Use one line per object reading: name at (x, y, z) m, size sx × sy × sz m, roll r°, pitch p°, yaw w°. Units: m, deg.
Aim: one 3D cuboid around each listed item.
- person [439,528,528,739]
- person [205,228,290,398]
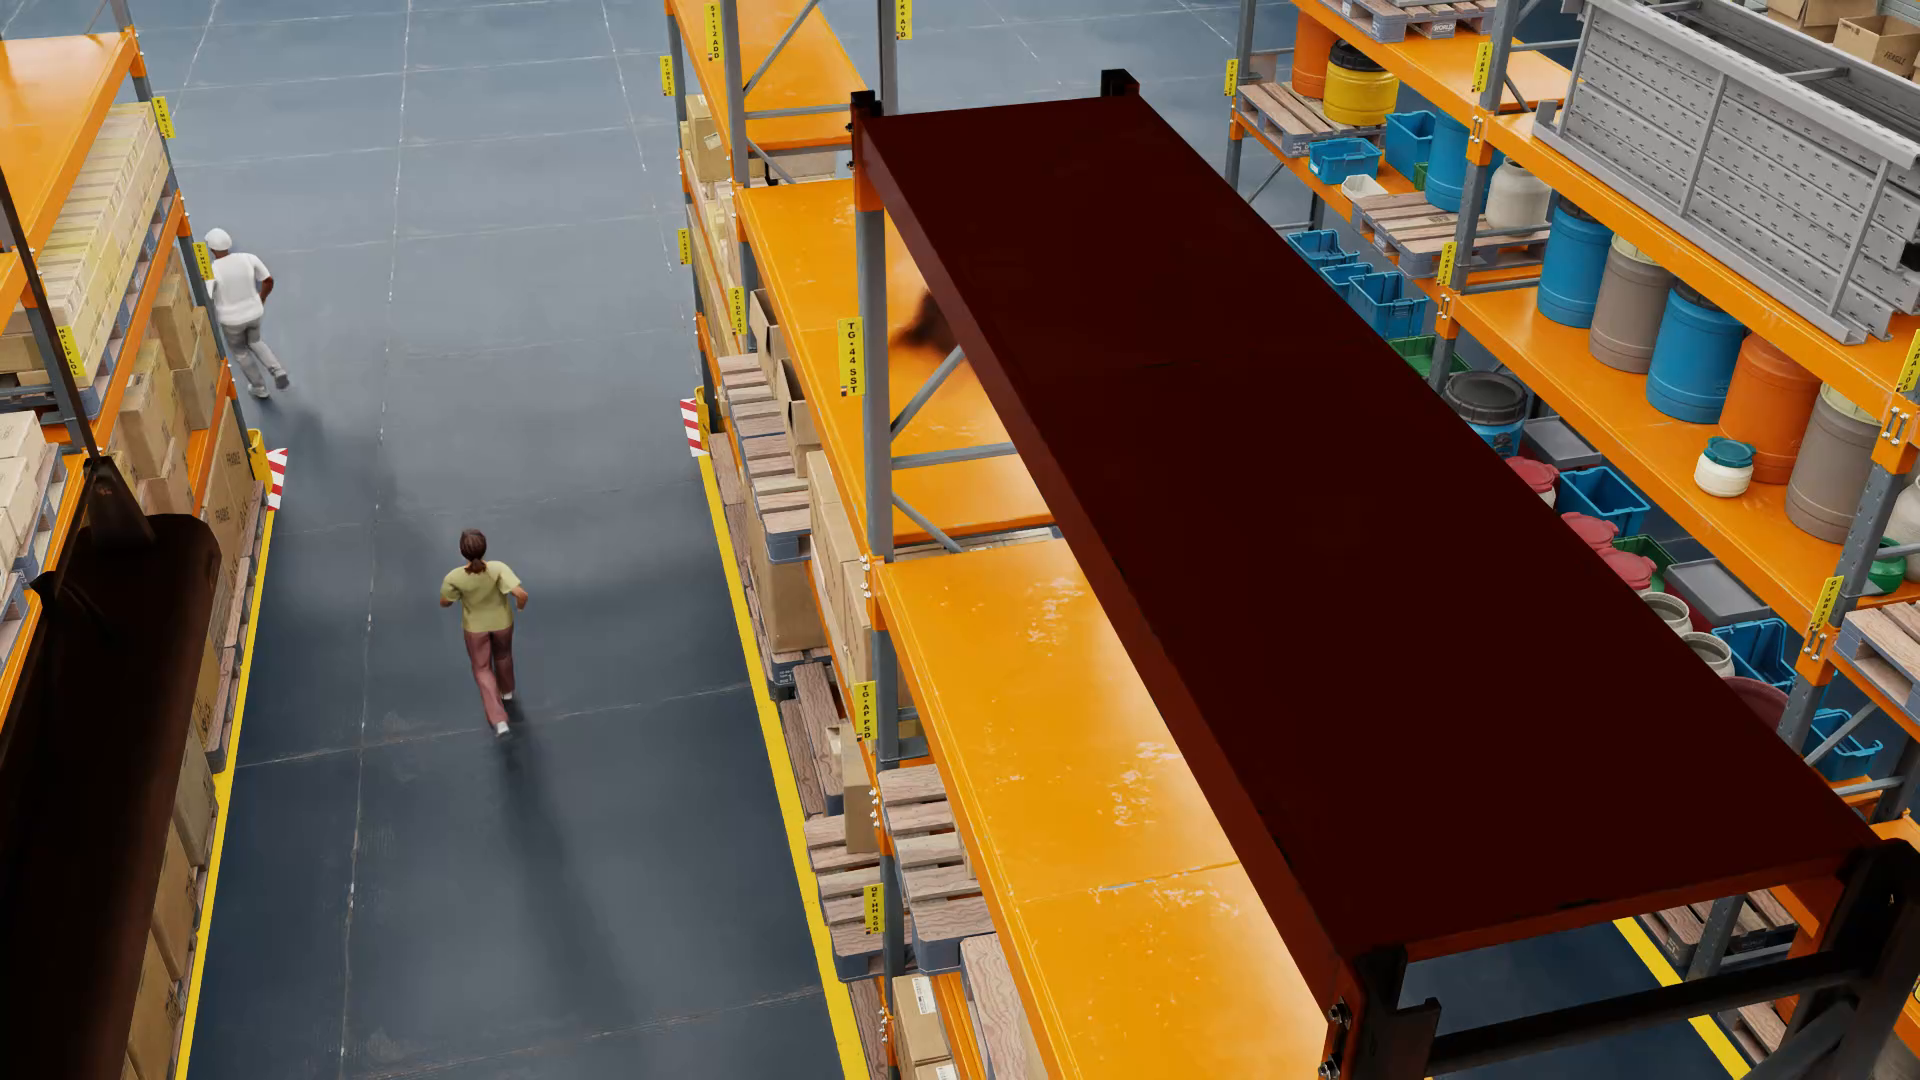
person at (-3.314, 0.611, 11.696) m, size 0.581 × 1.646 × 0.960 m, roll -13°, pitch 36°, yaw -18°
person at (-6.753, -2.094, 15.629) m, size 0.577 × 1.736 × 0.719 m, roll 26°, pitch 42°, yaw 32°
